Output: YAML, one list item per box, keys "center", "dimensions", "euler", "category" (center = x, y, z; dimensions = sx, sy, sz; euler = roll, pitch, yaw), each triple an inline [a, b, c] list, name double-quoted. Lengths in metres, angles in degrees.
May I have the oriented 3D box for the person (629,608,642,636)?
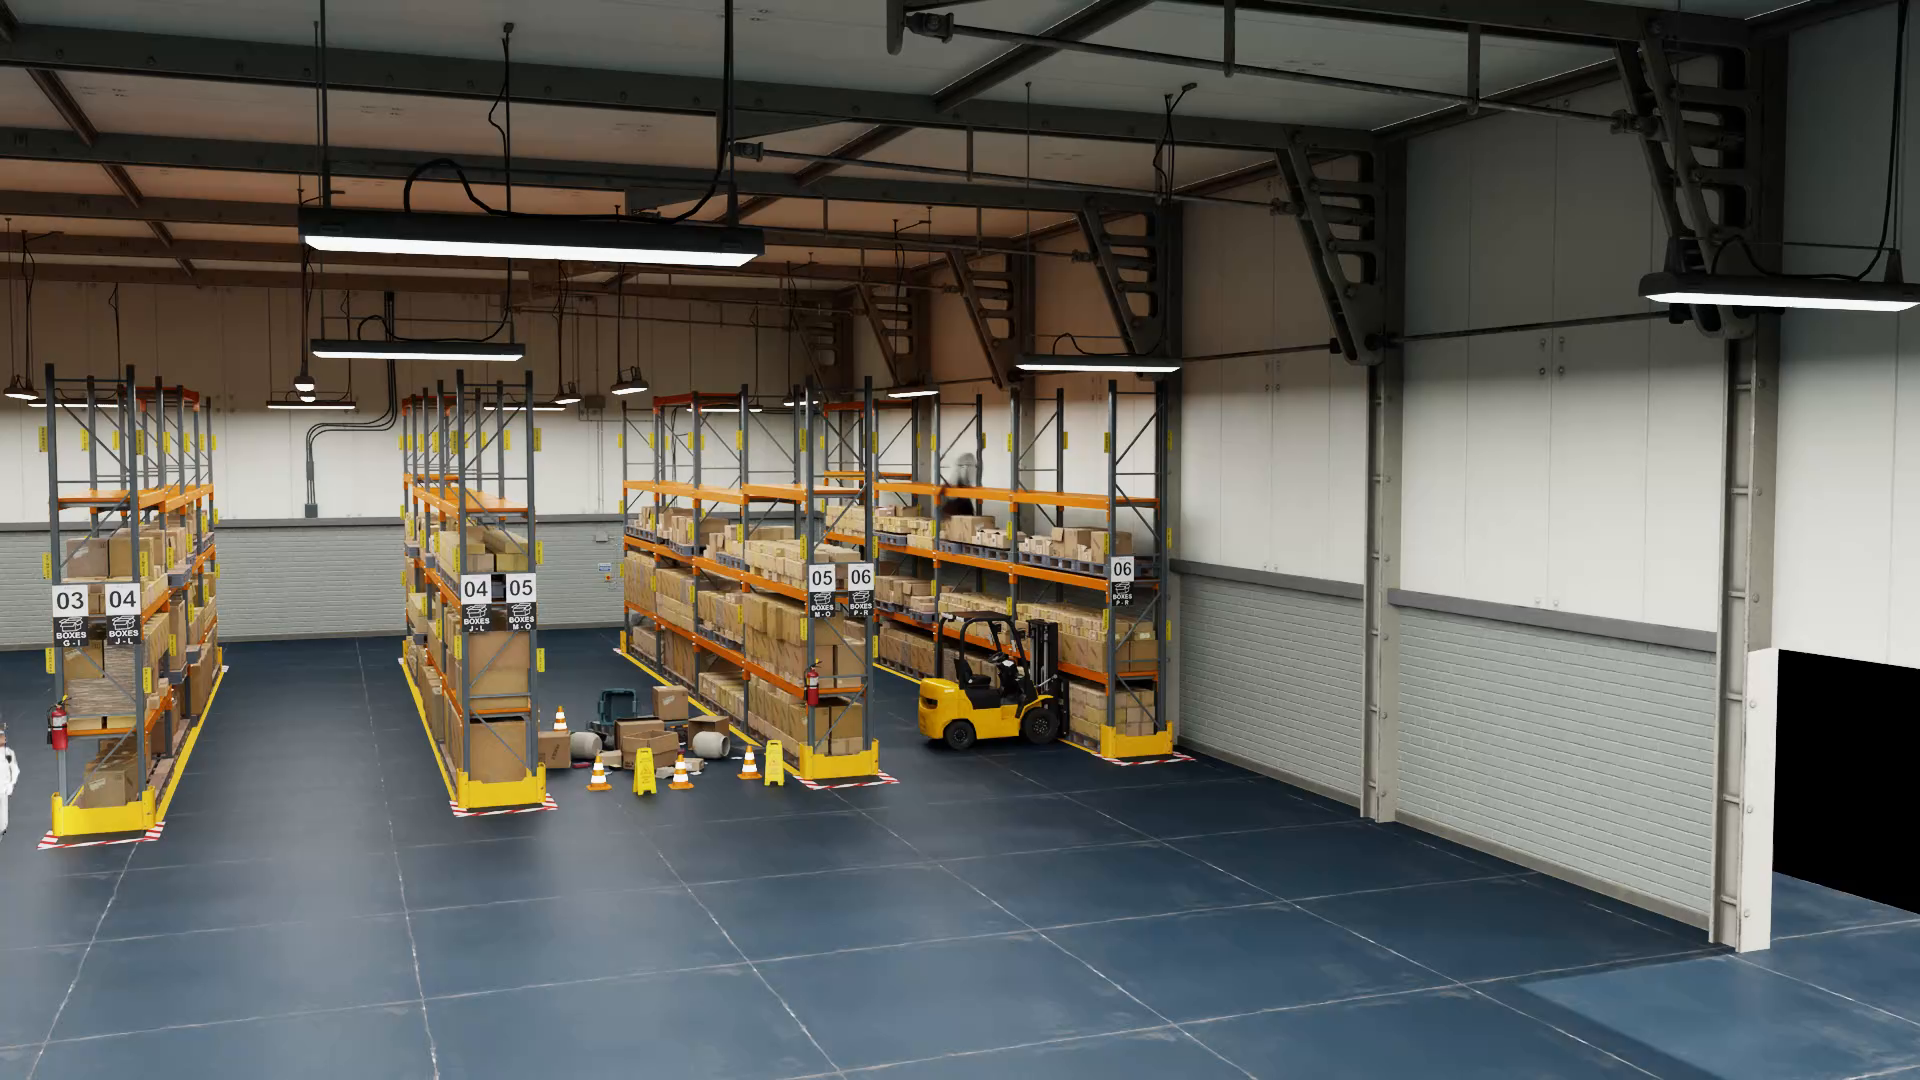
- center: [-7.961, 1.748, 41.071]
  dimensions: [0.695, 1.704, 0.700]
  euler: [0, 3, 1]
  category: "person"

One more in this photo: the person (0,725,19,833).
- center: [-11.596, 3.036, 19.952]
  dimensions: [0.621, 1.622, 0.503]
  euler: [-3, 5, -44]
  category: "person"
